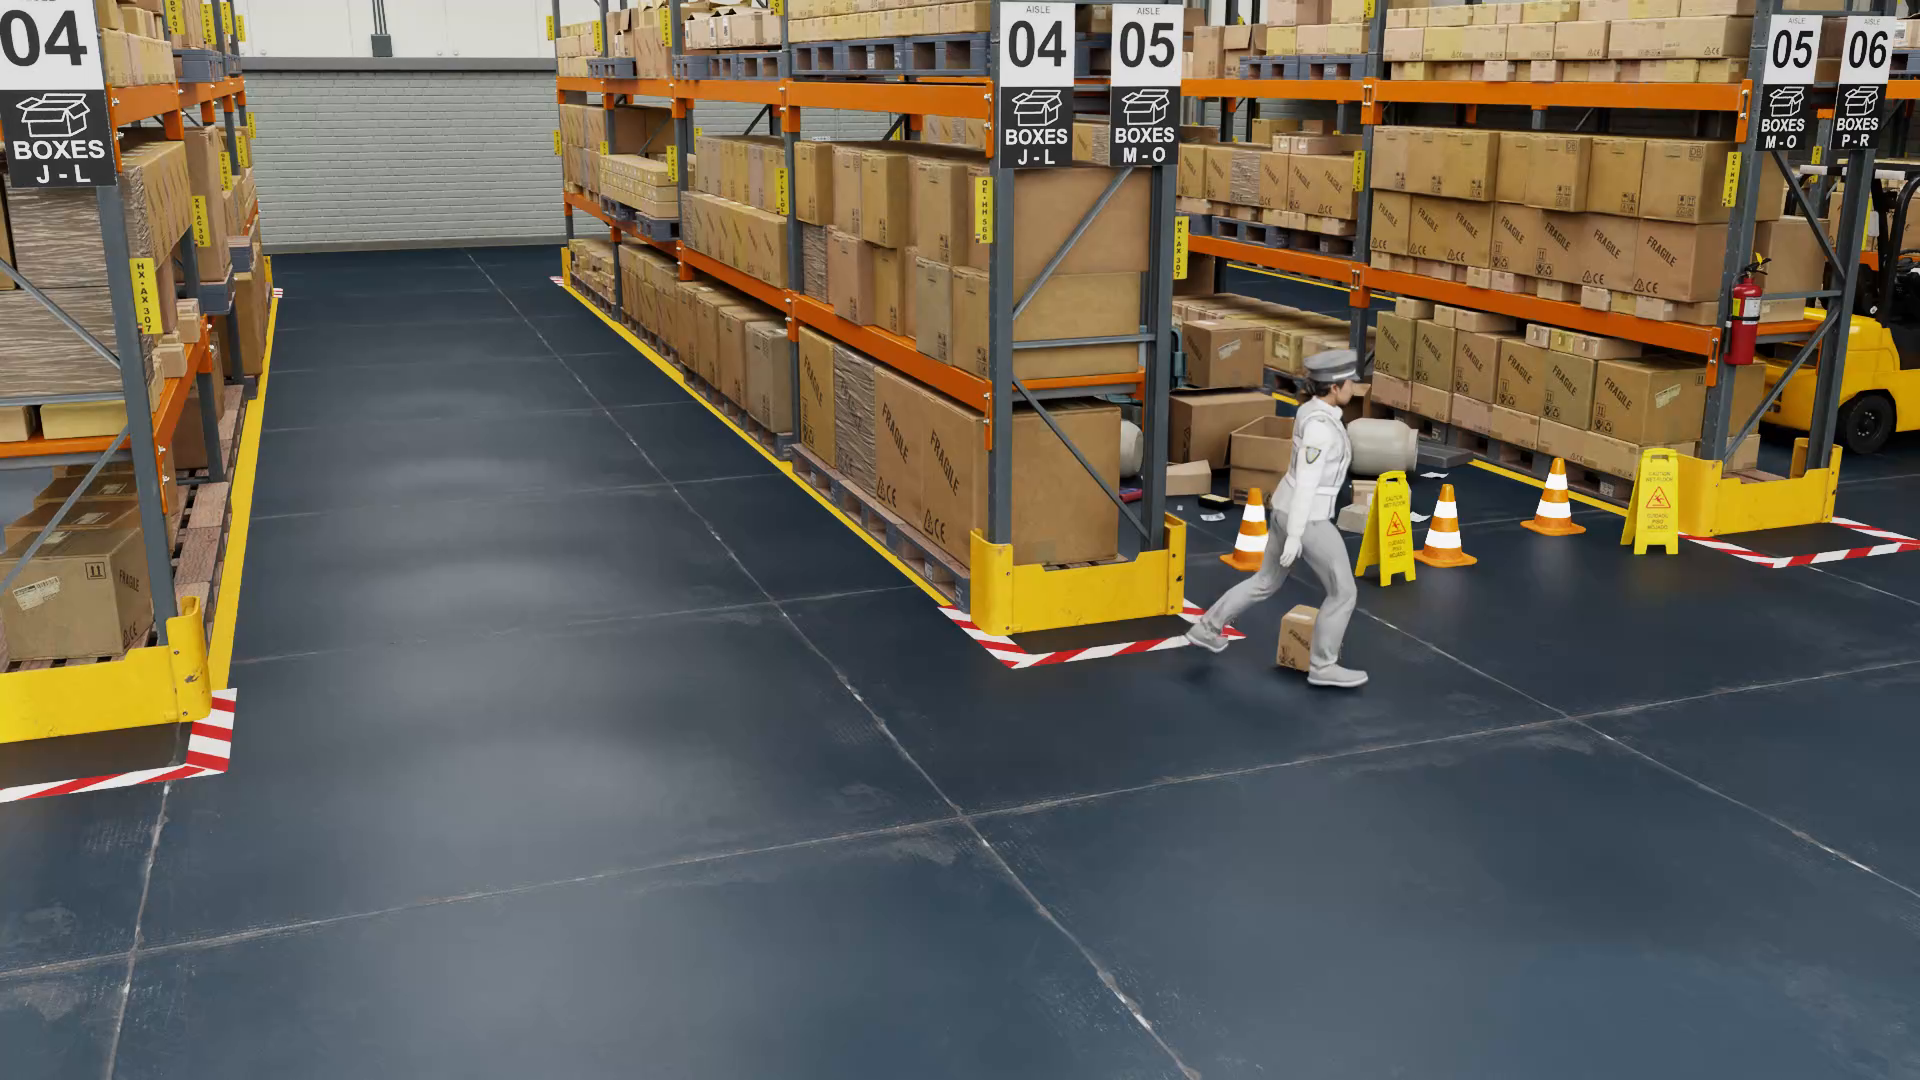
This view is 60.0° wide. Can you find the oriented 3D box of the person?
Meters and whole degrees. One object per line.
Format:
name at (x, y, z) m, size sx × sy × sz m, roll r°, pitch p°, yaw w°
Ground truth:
person at (1.544, -0.114, 7.931) m, size 0.857 × 1.613 × 0.516 m, roll 1°, pitch 16°, yaw 2°
